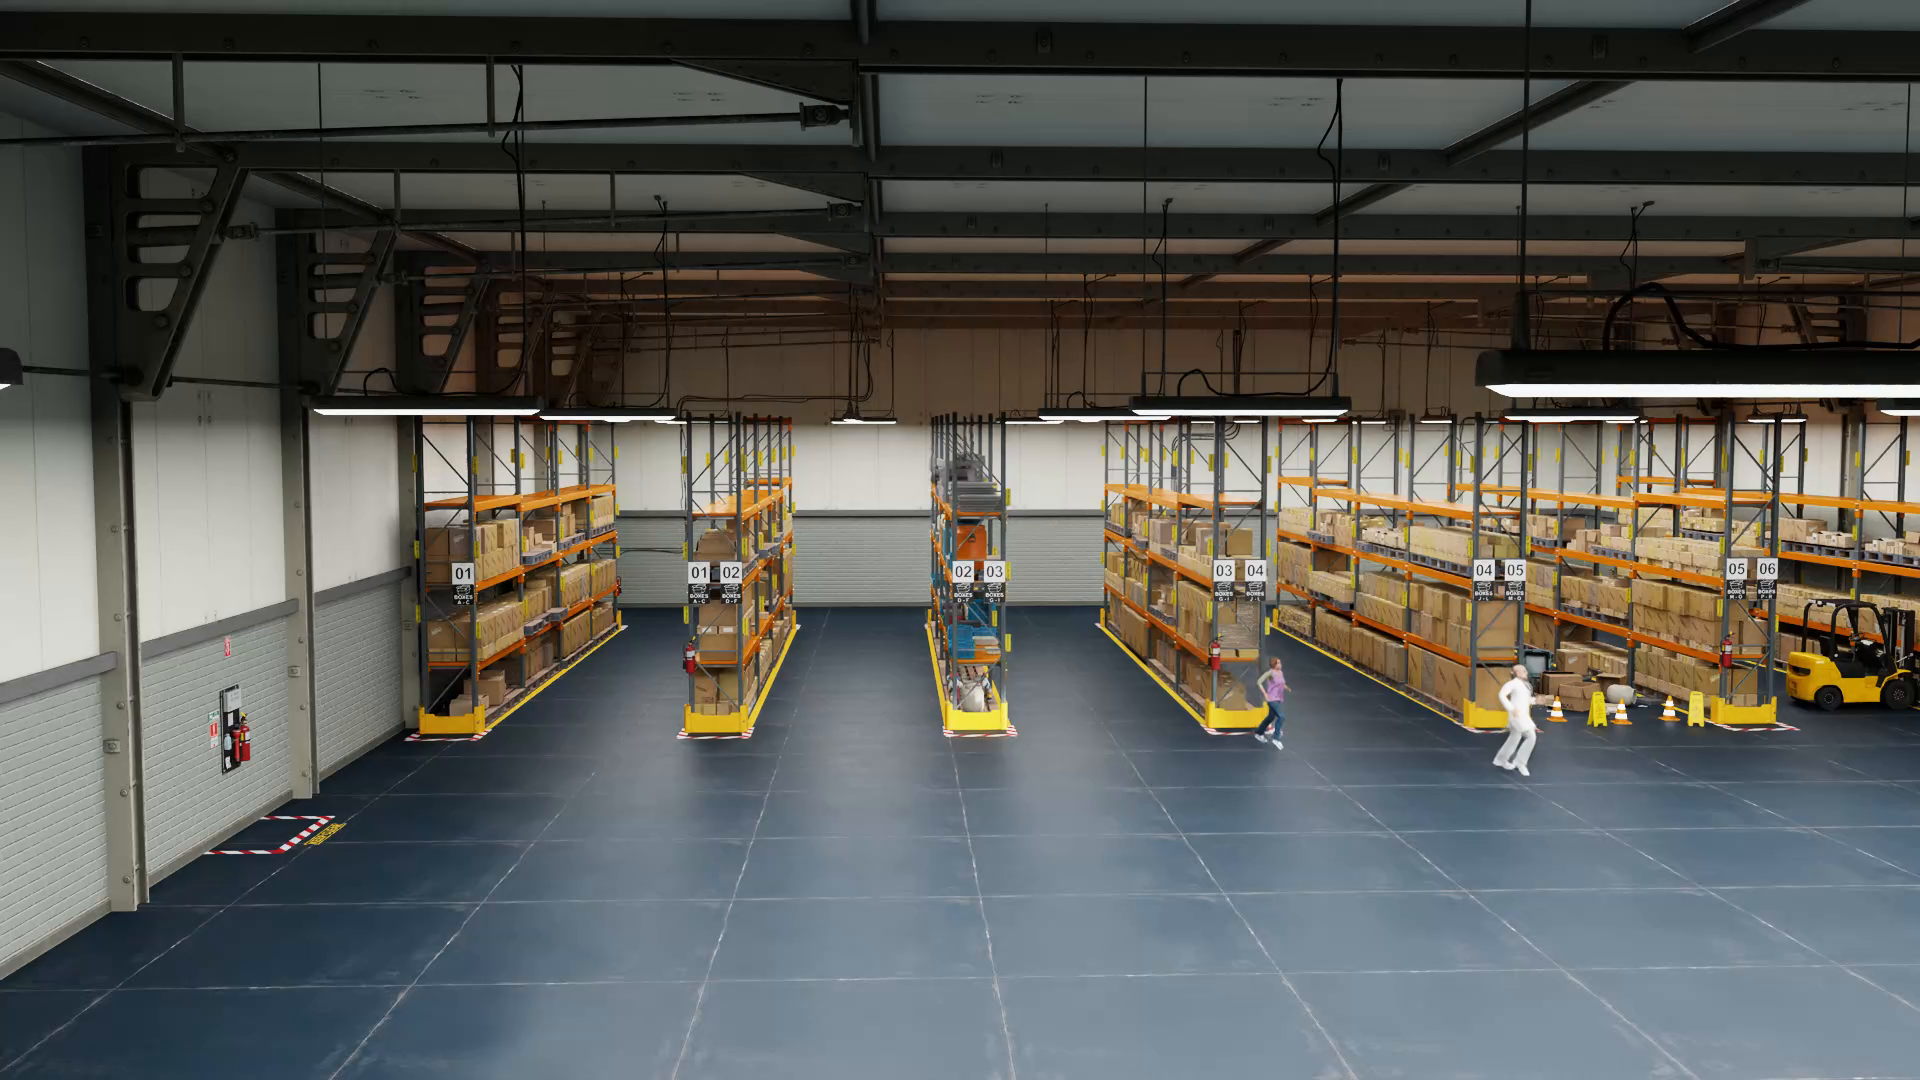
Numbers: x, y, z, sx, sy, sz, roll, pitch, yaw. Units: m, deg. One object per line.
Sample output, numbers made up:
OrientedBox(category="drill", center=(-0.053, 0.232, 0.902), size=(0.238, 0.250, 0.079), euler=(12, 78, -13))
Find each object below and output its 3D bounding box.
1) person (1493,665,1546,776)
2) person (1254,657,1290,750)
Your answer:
OrientedBox(category="person", center=(9.246, 2.976, 27.502), size=(0.824, 1.832, 0.680), euler=(2, 4, 28))
OrientedBox(category="person", center=(5.591, 2.901, 29.742), size=(0.706, 1.642, 0.518), euler=(3, 5, 39))
